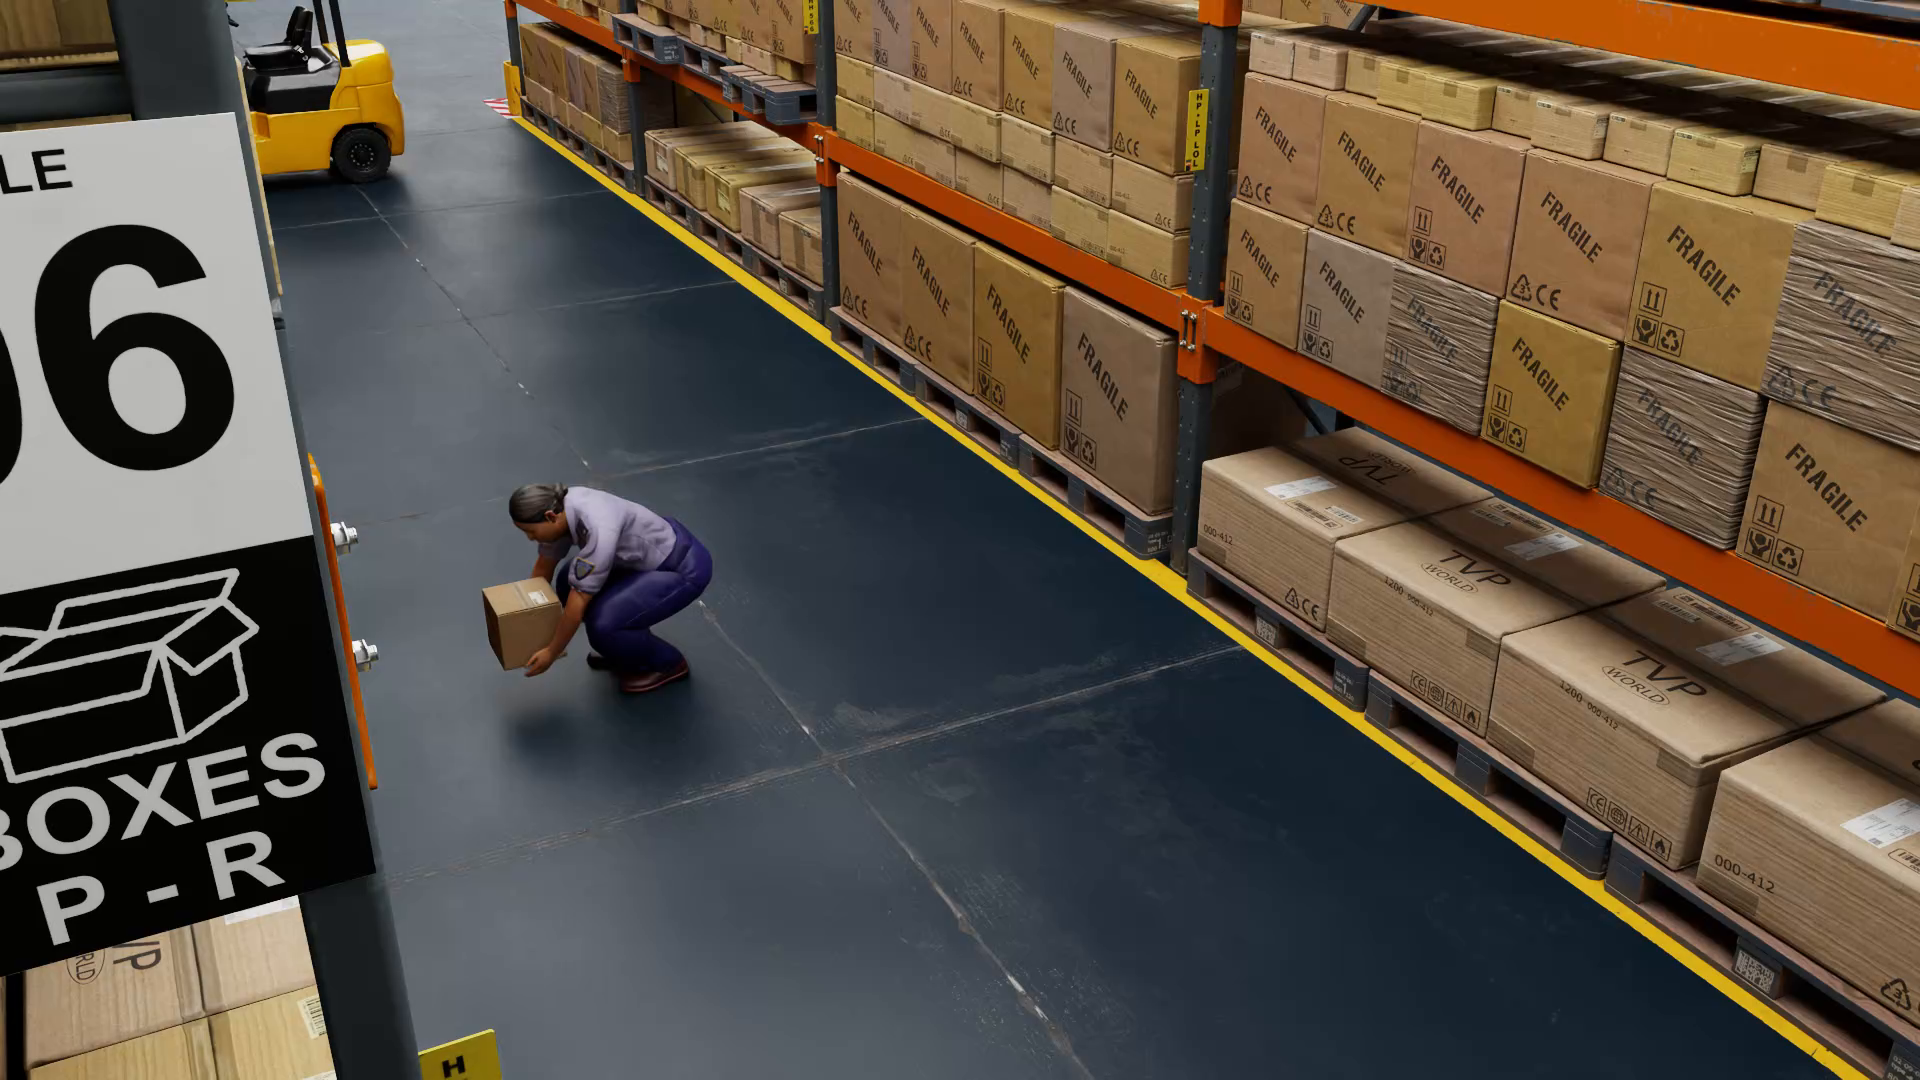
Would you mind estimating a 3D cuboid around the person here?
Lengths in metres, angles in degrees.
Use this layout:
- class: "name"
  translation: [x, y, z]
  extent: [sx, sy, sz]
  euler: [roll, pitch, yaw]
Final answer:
- class: "person"
  translation: [-1.407, 0.142, 6.656]
  extent: [0.830, 0.943, 0.516]
  euler: [-13, 29, -25]
